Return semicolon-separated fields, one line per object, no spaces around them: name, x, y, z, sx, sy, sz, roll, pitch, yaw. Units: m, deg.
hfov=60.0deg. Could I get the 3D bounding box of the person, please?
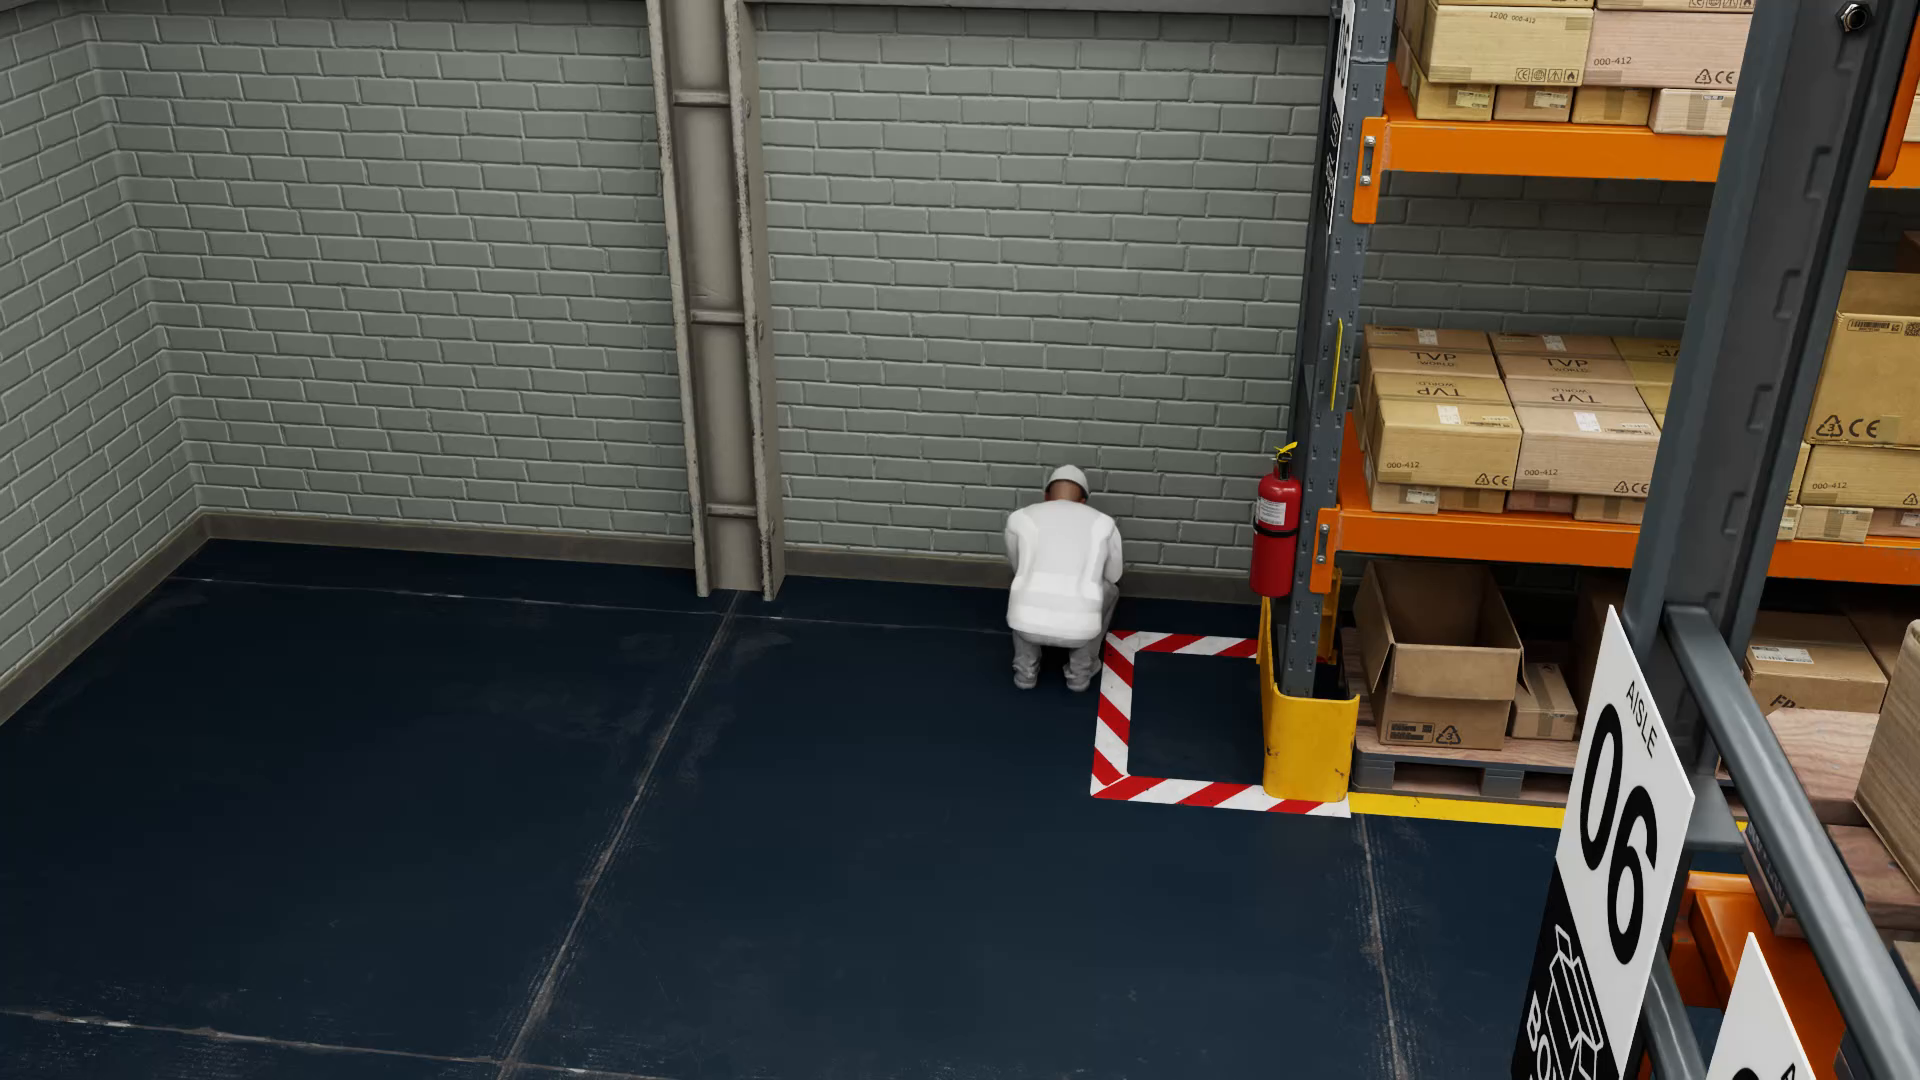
person;0.462;0.226;7.704;0.525;0.869;0.849;7;29;13
